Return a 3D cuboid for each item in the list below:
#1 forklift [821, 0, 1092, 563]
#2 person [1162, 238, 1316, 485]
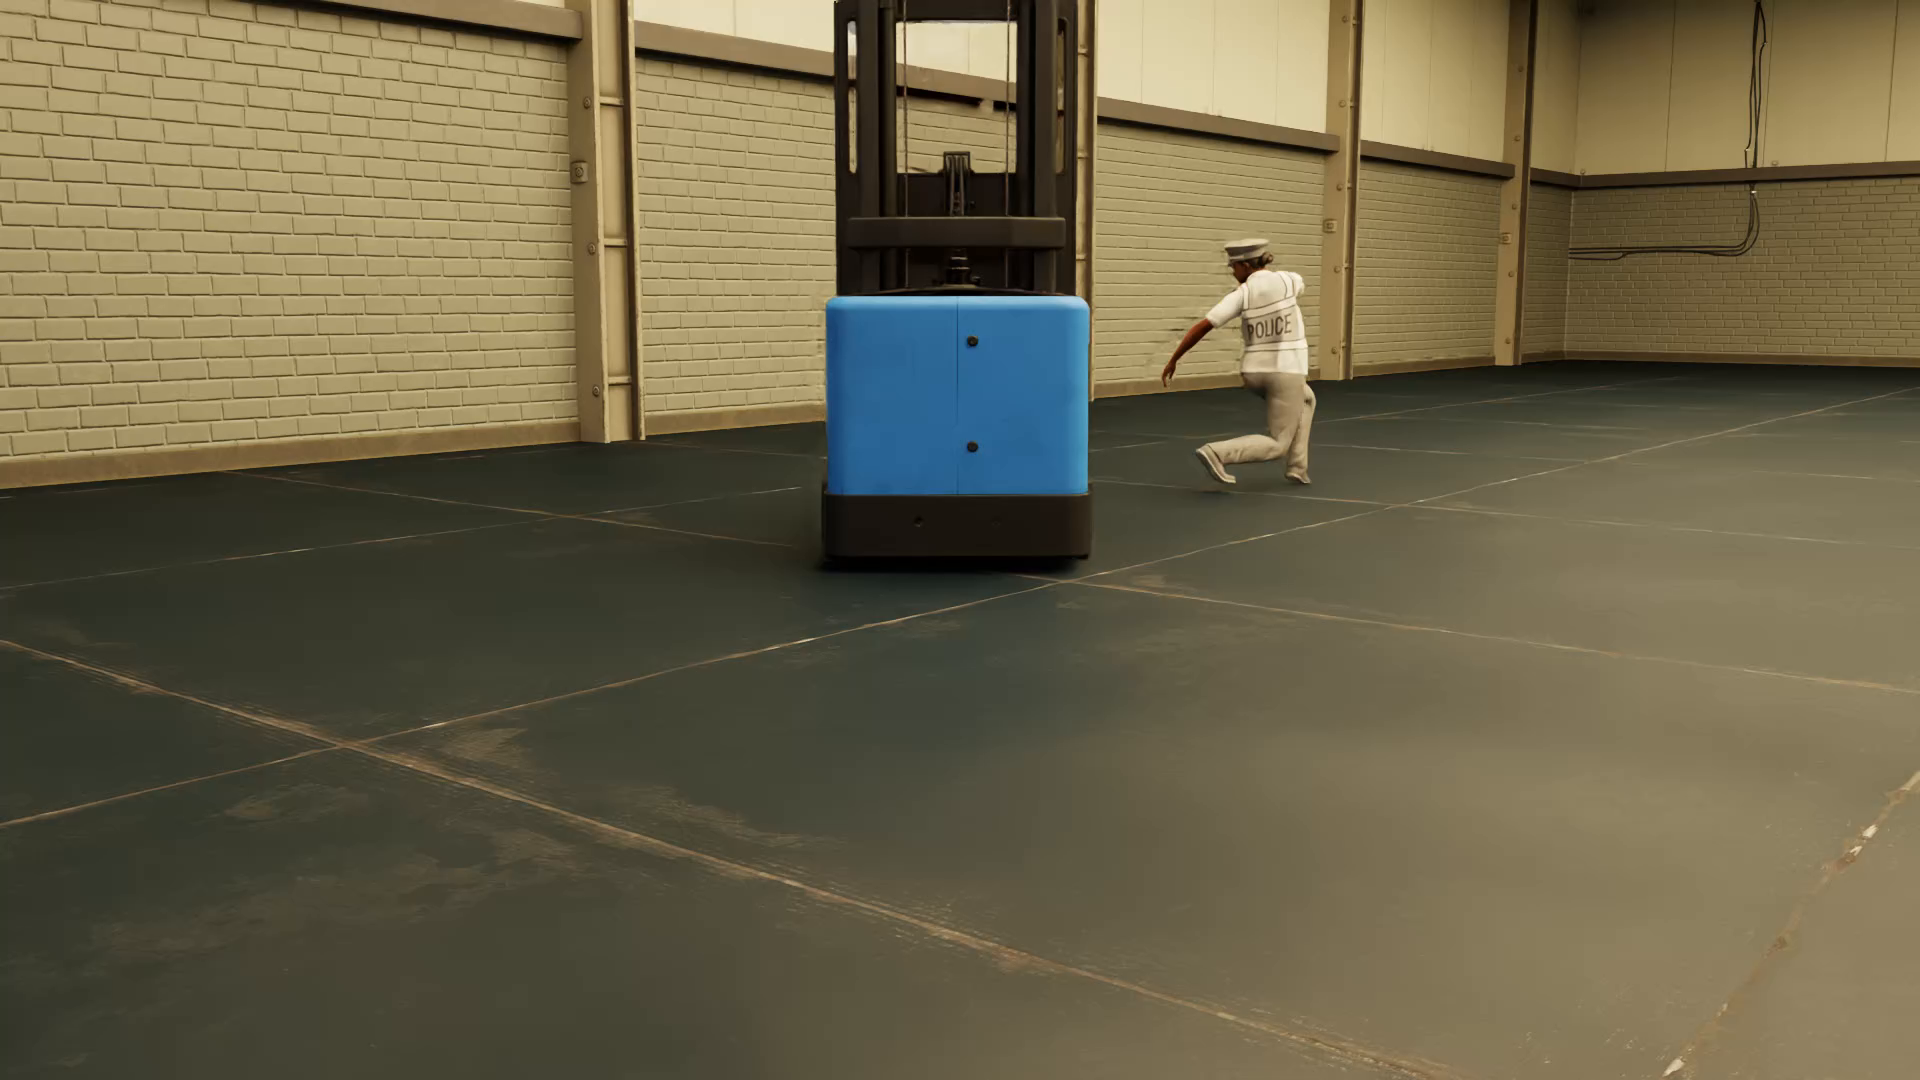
[{"bbox_3d":[-0.019,-1.534,7.766,1.130,2.935,3.031,0,8,0],"label":"forklift"},{"bbox_3d":[1.620,-0.980,9.412,0.714,1.430,0.921,7,11,42],"label":"person"}]
